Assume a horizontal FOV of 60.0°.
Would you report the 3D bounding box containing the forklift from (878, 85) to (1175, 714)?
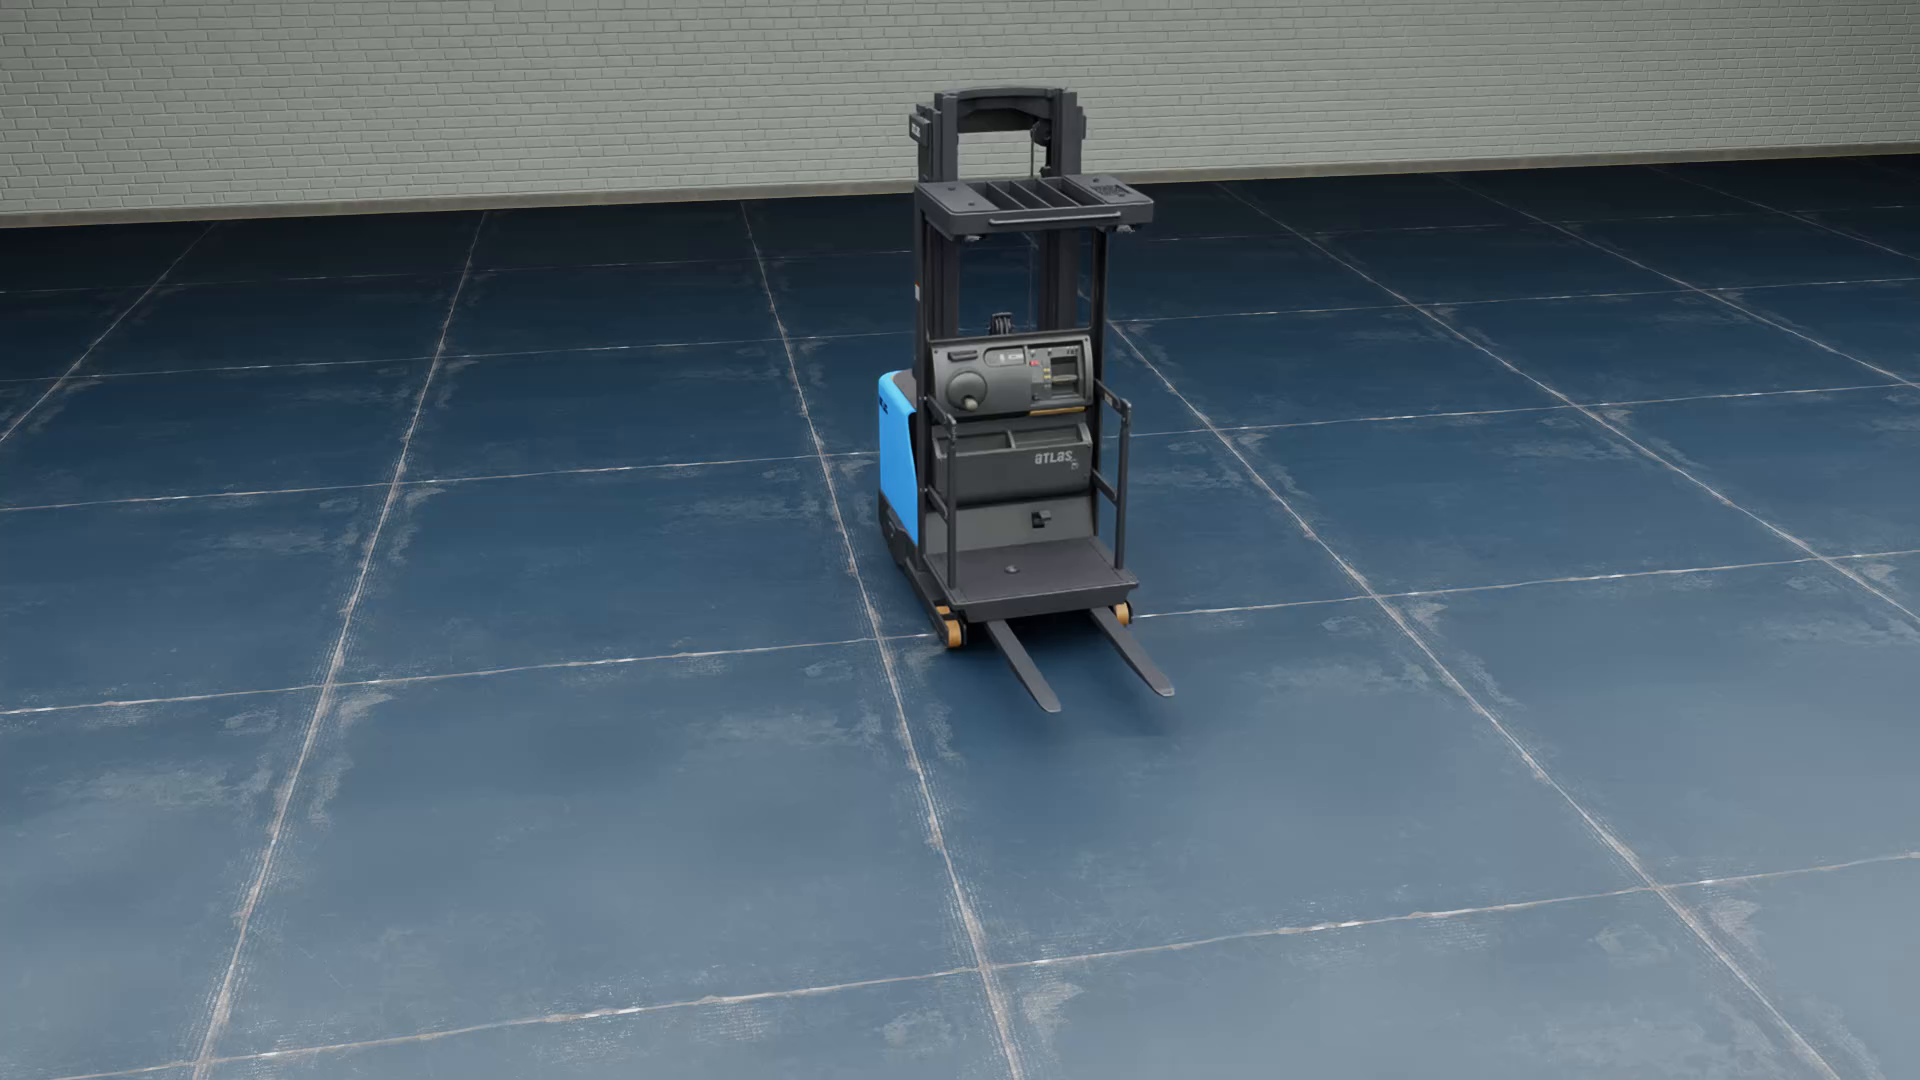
[{"bbox_3d":[0.358,-0.903,9.156,1.130,2.935,3.031,-6,24,-14],"label":"forklift"}]
